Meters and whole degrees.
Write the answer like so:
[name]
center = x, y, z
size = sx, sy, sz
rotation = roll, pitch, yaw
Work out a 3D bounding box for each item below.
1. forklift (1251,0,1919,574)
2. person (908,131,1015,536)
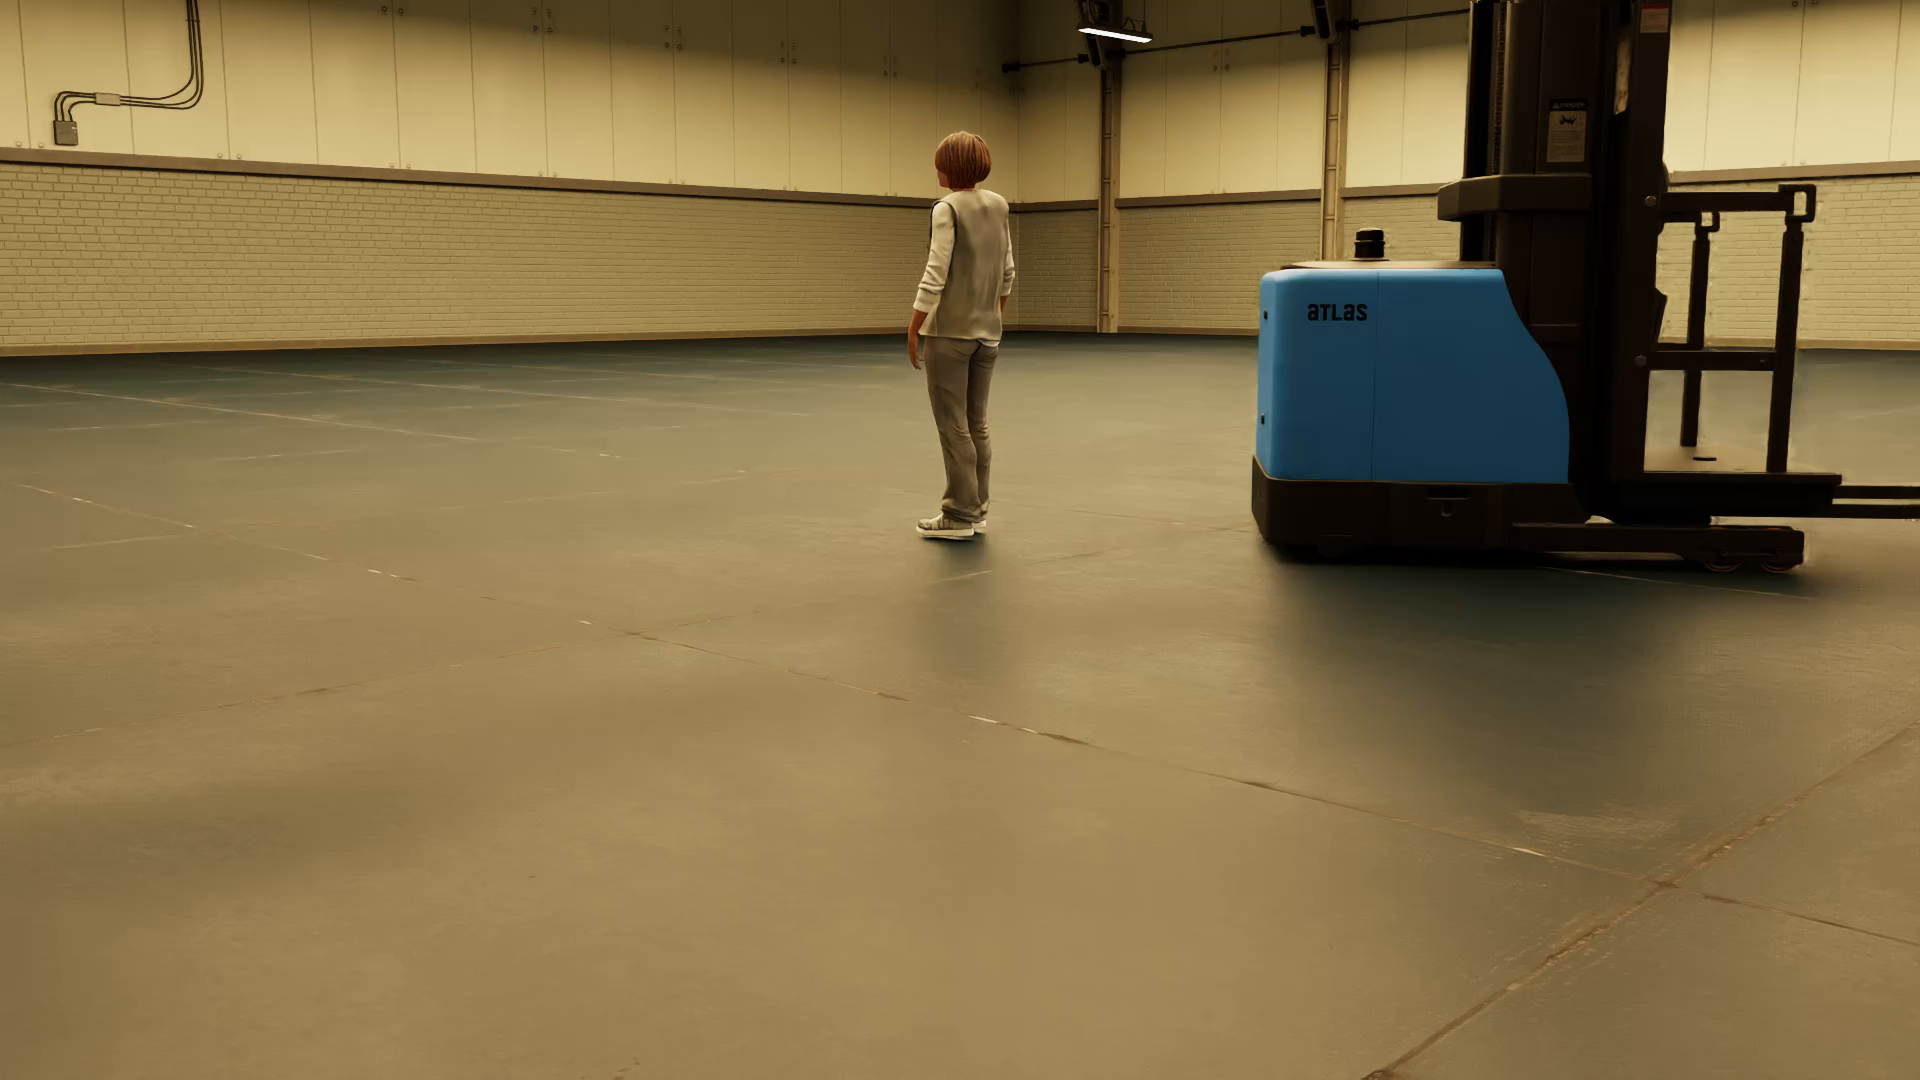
[forklift]
center = 2.693, -1.413, 6.258
size = 3.031, 2.935, 1.130
rotation = 1, 9, 6
[person]
center = -0.044, -0.806, 6.659
size = 0.473, 1.599, 0.520
rotation = 8, 12, 43
